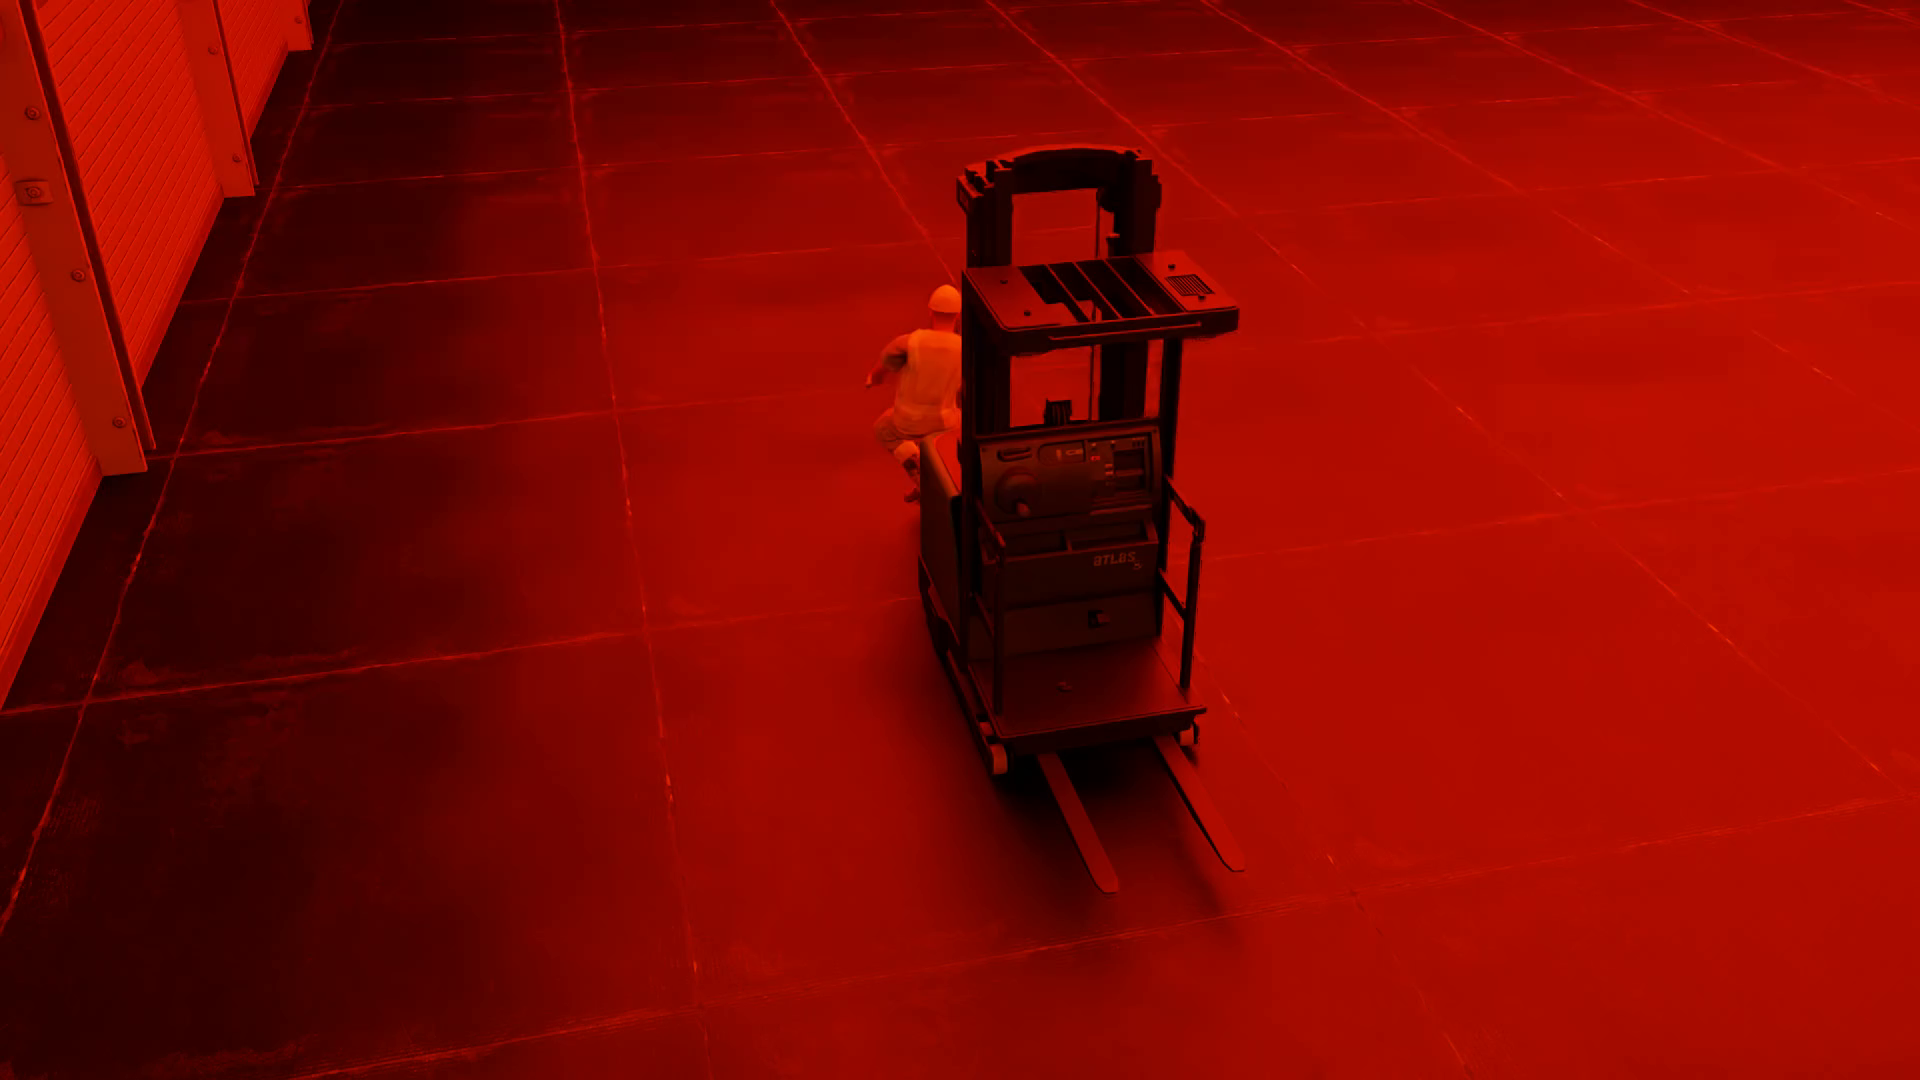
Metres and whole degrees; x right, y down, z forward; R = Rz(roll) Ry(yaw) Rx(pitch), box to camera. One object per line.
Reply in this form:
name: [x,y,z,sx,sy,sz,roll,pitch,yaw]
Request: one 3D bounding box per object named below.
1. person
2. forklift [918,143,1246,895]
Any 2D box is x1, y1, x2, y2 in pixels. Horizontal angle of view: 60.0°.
person: [-0.168,-0.880,10.419,0.846,1.613,0.733,-3,30,-6]
forklift: [0.604,-0.286,8.069,1.130,2.935,3.031,-7,31,-12]
